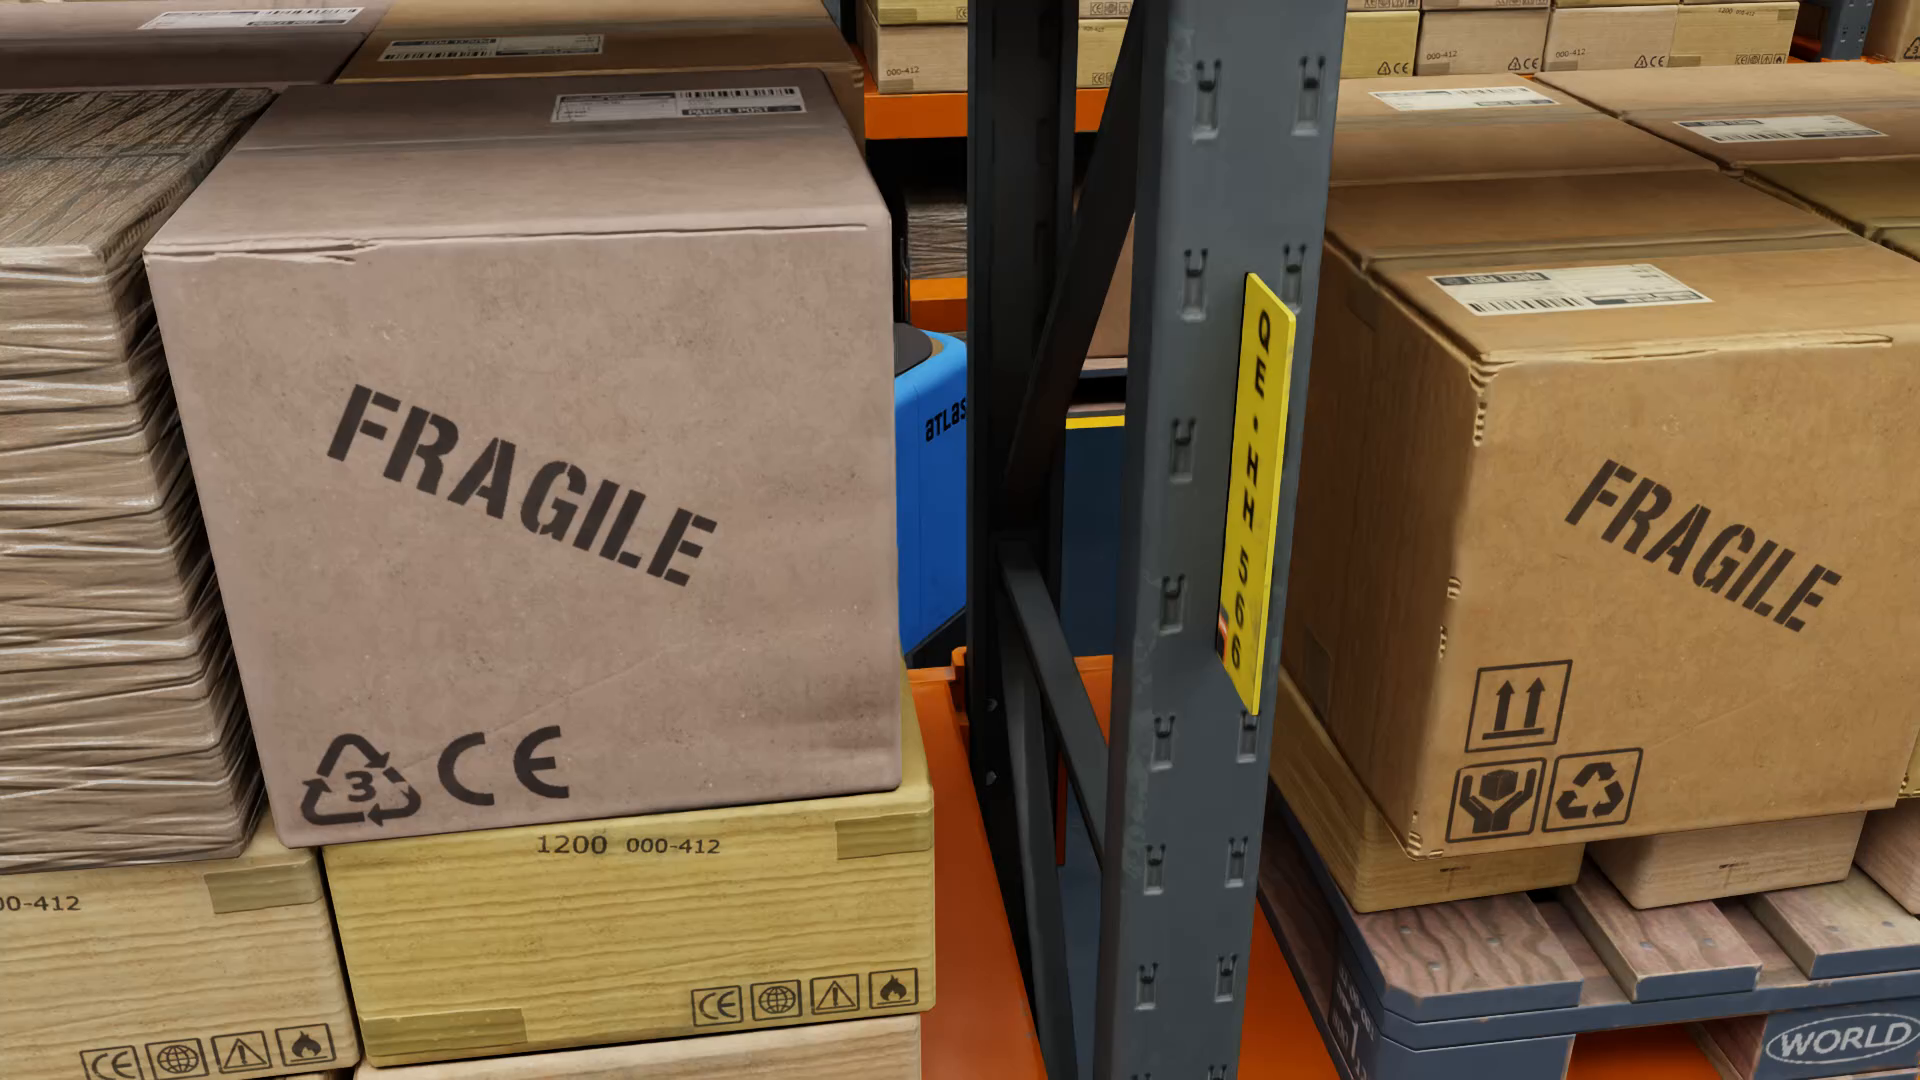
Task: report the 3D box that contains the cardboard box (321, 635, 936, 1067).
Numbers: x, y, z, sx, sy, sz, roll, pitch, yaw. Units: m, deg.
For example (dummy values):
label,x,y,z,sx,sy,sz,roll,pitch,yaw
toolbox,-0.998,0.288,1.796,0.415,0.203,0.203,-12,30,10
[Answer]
label,x,y,z,sx,sy,sz,roll,pitch,yaw
cardboard box,-0.304,0.225,1.643,0.500,0.250,0.500,-4,27,-7

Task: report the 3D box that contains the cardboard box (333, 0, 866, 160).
label,x,y,z,sx,sy,sz,roll,pitch,yaw
cardboard box,-0.382,-0.334,1.910,0.500,0.500,0.500,-5,28,-9

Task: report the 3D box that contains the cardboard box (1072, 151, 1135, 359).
label,x,y,z,sx,sy,sz,roll,pitch,yaw
cardboard box,0.710,-1.218,6.979,0.625,0.625,0.875,-3,27,-5

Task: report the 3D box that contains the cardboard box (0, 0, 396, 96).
label,x,y,z,sx,sy,sz,roll,pitch,yaw
cardboard box,-0.872,-0.298,1.840,0.500,0.500,0.500,-4,27,-7

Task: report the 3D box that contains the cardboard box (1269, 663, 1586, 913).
label,x,y,z,sx,sy,sz,roll,pitch,yaw
cardboard box,0.488,0.223,1.845,0.250,0.149,0.380,-5,28,-10

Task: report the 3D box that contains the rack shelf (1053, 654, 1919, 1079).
label,x,y,z,sx,sy,sz,roll,pitch,yaw
rack shelf,2.121,0.427,2.419,4.000,0.370,1.077,-4,27,-7

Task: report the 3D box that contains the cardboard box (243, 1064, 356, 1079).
label,x,y,z,sx,sy,sz,roll,pitch,yaw
cardboard box,-0.828,0.490,1.673,0.500,0.250,0.500,-3,27,-6

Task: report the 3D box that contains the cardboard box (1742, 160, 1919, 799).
label,x,y,z,sx,sy,sz,roll,pitch,yaw
cardboard box,1.133,-0.089,1.743,0.500,0.500,0.500,-2,27,-4

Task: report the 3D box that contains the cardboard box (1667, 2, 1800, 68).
label,x,y,z,sx,sy,sz,roll,pitch,yaw
cardboard box,2.943,-2.046,6.617,0.500,0.250,0.500,-3,27,-6

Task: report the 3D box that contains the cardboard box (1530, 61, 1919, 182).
label,x,y,z,sx,sy,sz,roll,pitch,yaw
cardboard box,1.062,-0.322,2.195,0.500,0.500,0.500,-4,27,-8

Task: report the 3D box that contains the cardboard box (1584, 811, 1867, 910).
label,x,y,z,sx,sy,sz,roll,pitch,yaw
cardboard box,0.772,0.220,1.850,0.250,0.149,0.380,-5,28,-10

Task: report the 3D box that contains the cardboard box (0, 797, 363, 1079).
label,x,y,z,sx,sy,sz,roll,pitch,yaw
cardboard box,-0.811,0.259,1.576,0.500,0.250,0.500,-4,27,-8

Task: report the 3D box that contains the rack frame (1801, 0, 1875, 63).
label,x,y,z,sx,sy,sz,roll,pitch,yaw
rack frame,3.406,-2.263,6.876,0.127,3.000,1.000,-4,27,-7

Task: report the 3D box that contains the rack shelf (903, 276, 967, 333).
label,x,y,z,sx,sy,sz,roll,pitch,yaw
rack shelf,-0.053,-0.707,5.379,0.240,0.259,0.215,-4,27,-7

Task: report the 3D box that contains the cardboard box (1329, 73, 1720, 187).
label,x,y,z,sx,sy,sz,roll,pitch,yaw
cardboard box,0.551,-0.284,2.122,0.500,0.500,0.500,-4,27,-9

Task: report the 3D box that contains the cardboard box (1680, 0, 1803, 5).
label,x,y,z,sx,sy,sz,roll,pitch,yaw
cardboard box,2.955,-2.272,6.510,0.500,0.250,0.500,-4,27,-8

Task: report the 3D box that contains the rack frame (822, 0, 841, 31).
label,x,y,z,sx,sy,sz,roll,pitch,yaw
rack frame,-0.555,-2.009,6.380,0.127,3.000,1.000,-4,27,-7

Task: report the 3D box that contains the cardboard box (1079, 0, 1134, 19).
label,x,y,z,sx,sy,sz,roll,pitch,yaw
cardboard box,0.414,-2.114,6.201,0.500,0.250,0.500,-3,27,-5

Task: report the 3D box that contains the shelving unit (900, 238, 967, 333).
label,x,y,z,sx,sy,sz,roll,pitch,yaw
shelving unit,-0.053,-0.464,5.504,0.252,1.050,0.215,-4,27,-7

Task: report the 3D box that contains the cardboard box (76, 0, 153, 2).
label,x,y,z,sx,sy,sz,roll,pitch,yaw
cardboard box,-2.716,-1.999,5.790,0.500,0.500,0.700,-4,27,-7

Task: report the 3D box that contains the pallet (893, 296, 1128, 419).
label,x,y,z,sx,sy,sz,roll,pitch,yaw
pallet,0.265,-0.803,7.084,1.213,0.211,1.003,-4,27,-7

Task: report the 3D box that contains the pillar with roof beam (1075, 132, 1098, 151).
label,x,y,z,sx,sy,sz,roll,pitch,yaw
pillar with roof beam,1.210,-3.222,2.173,0.400,9.000,9.100,-4,27,-7

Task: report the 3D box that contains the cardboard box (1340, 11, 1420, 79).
label,x,y,z,sx,sy,sz,roll,pitch,yaw
cardboard box,1.440,-1.958,6.444,0.500,0.250,0.500,-3,27,-5

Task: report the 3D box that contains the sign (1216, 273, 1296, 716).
label,x,y,z,sx,sy,sz,roll,pitch,yaw
sign,0.221,-0.030,1.254,0.005,0.325,0.100,-4,27,-7

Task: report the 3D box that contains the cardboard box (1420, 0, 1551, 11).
label,x,y,z,sx,sy,sz,roll,pitch,yaw
cardboard box,1.940,-2.207,6.381,0.500,0.250,0.500,-3,27,-6

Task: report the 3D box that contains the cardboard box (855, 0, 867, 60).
label,x,y,z,sx,sy,sz,roll,pitch,yaw
cardboard box,-0.146,-2.087,6.695,0.500,0.250,0.500,-4,27,-8

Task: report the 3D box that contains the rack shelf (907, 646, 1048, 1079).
label,x,y,z,sx,sy,sz,roll,pitch,yaw
rack shelf,-1.840,0.682,1.923,4.000,0.370,1.077,-4,27,-7

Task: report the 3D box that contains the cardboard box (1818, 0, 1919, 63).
label,x,y,z,sx,sy,sz,roll,pitch,yaw
cardboard box,3.882,-2.218,6.678,0.500,0.500,0.500,-4,27,-9

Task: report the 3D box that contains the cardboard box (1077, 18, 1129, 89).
label,x,y,z,sx,sy,sz,roll,pitch,yaw
cardboard box,0.417,-1.890,6.312,0.500,0.250,0.500,-4,27,-8

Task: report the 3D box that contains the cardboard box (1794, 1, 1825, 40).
label,x,y,z,sx,sy,sz,roll,pitch,yaw
cardboard box,3.813,-2.459,7.147,0.500,0.500,0.500,-4,27,-7

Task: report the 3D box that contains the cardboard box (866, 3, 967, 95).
label,x,y,z,sx,sy,sz,roll,pitch,yaw
cardboard box,-0.082,-1.860,6.254,0.500,0.250,0.500,-4,27,-7

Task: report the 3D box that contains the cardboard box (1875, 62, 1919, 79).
label,x,y,z,sx,sy,sz,roll,pitch,yaw
cardboard box,1.562,-0.354,2.259,0.500,0.500,0.500,-6,28,-11

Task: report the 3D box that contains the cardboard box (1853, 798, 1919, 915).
label,x,y,z,sx,sy,sz,roll,pitch,yaw
cardboard box,1.050,0.224,1.844,0.250,0.149,0.380,-5,28,-10

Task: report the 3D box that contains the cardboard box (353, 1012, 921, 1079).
label,x,y,z,sx,sy,sz,roll,pitch,yaw
cardboard box,-0.325,0.451,1.750,0.500,0.250,0.500,-5,28,-9

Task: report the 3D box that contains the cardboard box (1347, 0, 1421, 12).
label,x,y,z,sx,sy,sz,roll,pitch,yaw
cardboard box,1.437,-2.183,6.335,0.500,0.250,0.500,-3,27,-6

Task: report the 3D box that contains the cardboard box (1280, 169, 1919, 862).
label,x,y,z,sx,sy,sz,roll,pitch,yaw
cardboard box,0.618,-0.053,1.672,0.500,0.500,0.500,-4,27,-9

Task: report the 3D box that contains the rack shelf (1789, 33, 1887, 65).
label,x,y,z,sx,sy,sz,roll,pitch,yaw
rack shelf,5.386,-2.071,7.288,4.000,0.370,1.077,-4,27,-7

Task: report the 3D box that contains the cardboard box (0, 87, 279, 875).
label,x,y,z,sx,sy,sz,roll,pitch,yaw
cardboard box,-0.842,-0.067,1.391,0.500,0.500,0.500,-3,27,-6

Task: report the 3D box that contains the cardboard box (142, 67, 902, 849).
label,x,y,z,sx,sy,sz,roll,pitch,yaw
cardboard box,-0.335,-0.104,1.461,0.500,0.500,0.500,-4,27,-9

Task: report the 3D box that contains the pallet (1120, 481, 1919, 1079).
label,x,y,z,sx,sy,sz,roll,pitch,yaw
pallet,0.831,0.226,2.233,1.003,0.211,1.213,-4,27,-7

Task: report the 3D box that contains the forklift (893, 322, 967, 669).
label,x,y,z,sx,sy,sz,roll,pitch,yaw
forklift,-1.139,-0.426,3.370,1.130,2.935,3.031,16,31,28

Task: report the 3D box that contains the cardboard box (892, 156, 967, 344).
label,x,y,z,sx,sy,sz,roll,pitch,yaw
cardboard box,0.064,-1.173,6.891,0.625,0.625,0.875,-3,27,-5

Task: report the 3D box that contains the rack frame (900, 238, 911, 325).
label,x,y,z,sx,sy,sz,roll,pitch,yaw
rack frame,-0.174,-0.456,5.489,0.008,1.050,0.200,-4,27,-7

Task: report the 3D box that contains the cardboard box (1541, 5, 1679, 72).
label,x,y,z,sx,sy,sz,roll,pitch,yaw
cardboard box,2.446,-2.012,6.550,0.500,0.250,0.500,-4,27,-7

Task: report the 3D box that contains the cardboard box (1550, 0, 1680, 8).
label,x,y,z,sx,sy,sz,roll,pitch,yaw
cardboard box,2.447,-2.236,6.439,0.500,0.250,0.500,-4,27,-8

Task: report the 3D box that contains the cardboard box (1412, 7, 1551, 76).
label,x,y,z,sx,sy,sz,roll,pitch,yaw
cardboard box,1.950,-1.994,6.515,0.500,0.250,0.500,-4,27,-7

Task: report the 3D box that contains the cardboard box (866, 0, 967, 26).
label,x,y,z,sx,sy,sz,roll,pitch,yaw
cardboard box,-0.078,-2.071,6.118,0.500,0.250,0.500,-4,27,-7

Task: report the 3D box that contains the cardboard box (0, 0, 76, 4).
label,x,y,z,sx,sy,sz,roll,pitch,yaw
cardboard box,-3.087,-1.797,5.653,0.258,0.266,0.396,-2,27,-5

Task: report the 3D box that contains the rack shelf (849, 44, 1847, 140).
label,x,y,z,sx,sy,sz,roll,pitch,yaw
rack shelf,1.425,-1.816,6.792,4.000,0.370,1.077,-4,27,-7
